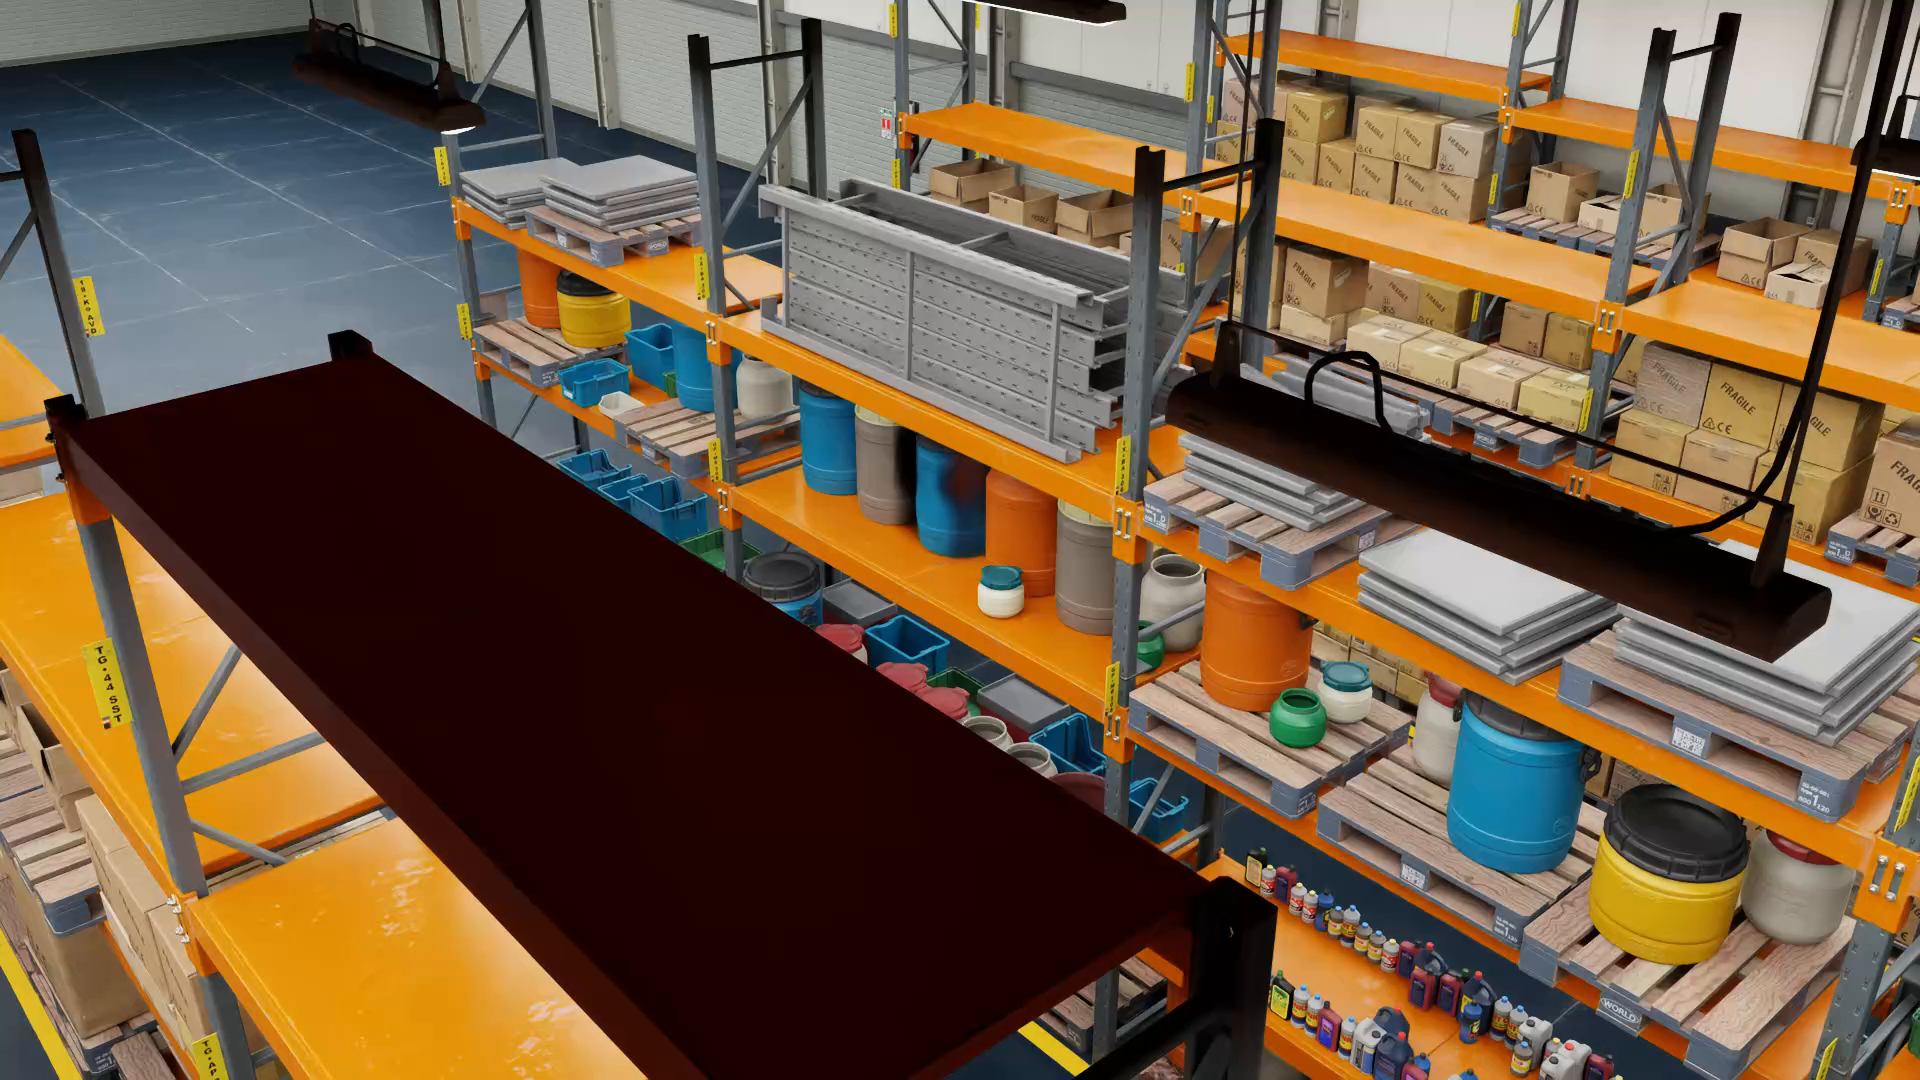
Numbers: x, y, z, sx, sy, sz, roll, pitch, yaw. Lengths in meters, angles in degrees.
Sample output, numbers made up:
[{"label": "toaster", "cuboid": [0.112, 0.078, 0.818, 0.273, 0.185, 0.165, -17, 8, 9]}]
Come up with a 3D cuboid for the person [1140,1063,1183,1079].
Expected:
[{"label": "person", "cuboid": [1.029, 3.351, 8.736, 0.447, 1.505, 0.478, -6, 28, -12]}]
